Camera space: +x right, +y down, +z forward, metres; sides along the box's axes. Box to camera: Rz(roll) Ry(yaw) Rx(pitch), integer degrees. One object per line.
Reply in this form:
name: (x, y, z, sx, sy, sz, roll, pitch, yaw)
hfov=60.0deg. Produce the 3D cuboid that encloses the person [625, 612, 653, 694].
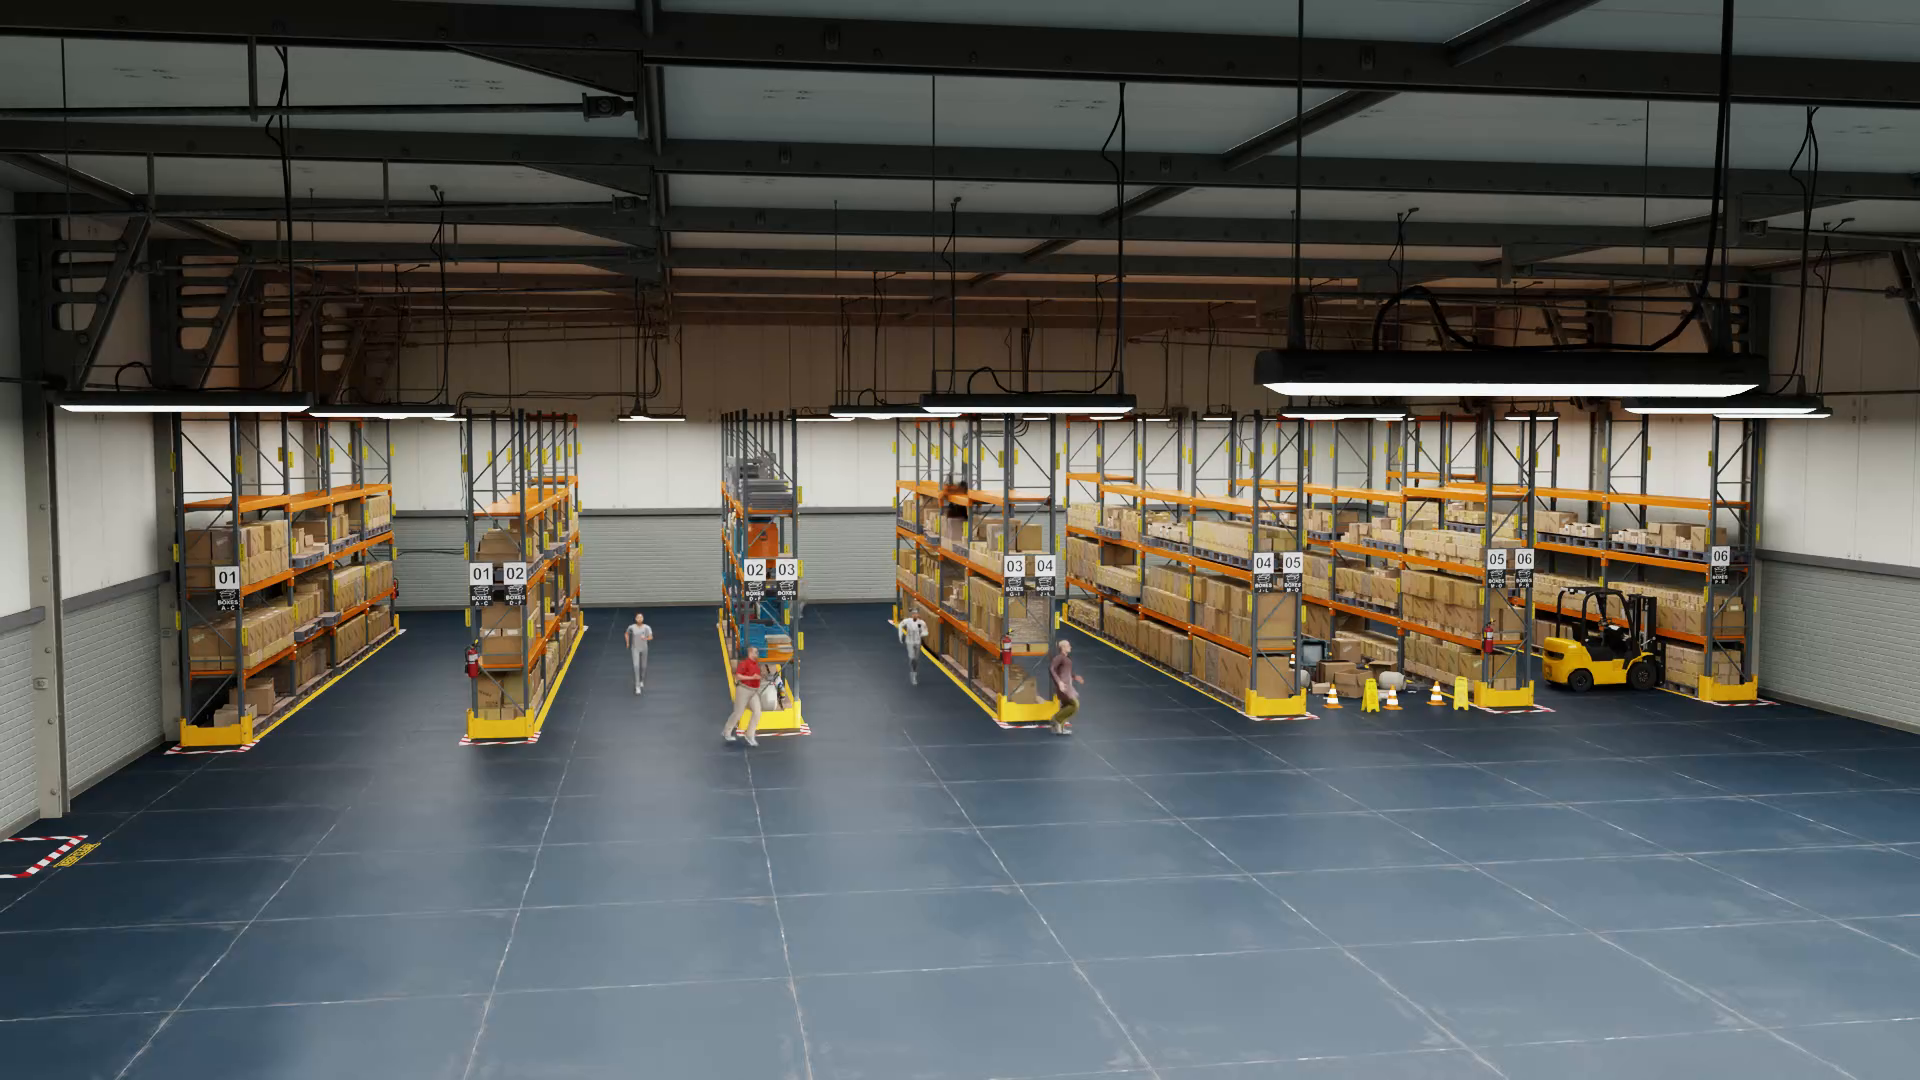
person: (-6.849, 2.381, 35.530, 0.554, 1.681, 0.908, -1, 4, -17)

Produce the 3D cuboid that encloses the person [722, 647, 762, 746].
person: (-3.824, 2.800, 29.925, 0.760, 1.762, 0.680, 3, 5, 34)

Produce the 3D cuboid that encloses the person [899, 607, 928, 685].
person: (-1.024, 2.325, 36.766, 0.636, 1.727, 0.815, 0, 4, -7)

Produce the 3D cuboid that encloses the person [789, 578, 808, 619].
person: (-4.737, 1.522, 48.776, 0.622, 1.588, 0.517, -1, 4, -10)

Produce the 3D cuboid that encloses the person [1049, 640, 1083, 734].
person: (1.969, 2.723, 30.668, 0.574, 1.741, 0.724, 1, 4, 14)
